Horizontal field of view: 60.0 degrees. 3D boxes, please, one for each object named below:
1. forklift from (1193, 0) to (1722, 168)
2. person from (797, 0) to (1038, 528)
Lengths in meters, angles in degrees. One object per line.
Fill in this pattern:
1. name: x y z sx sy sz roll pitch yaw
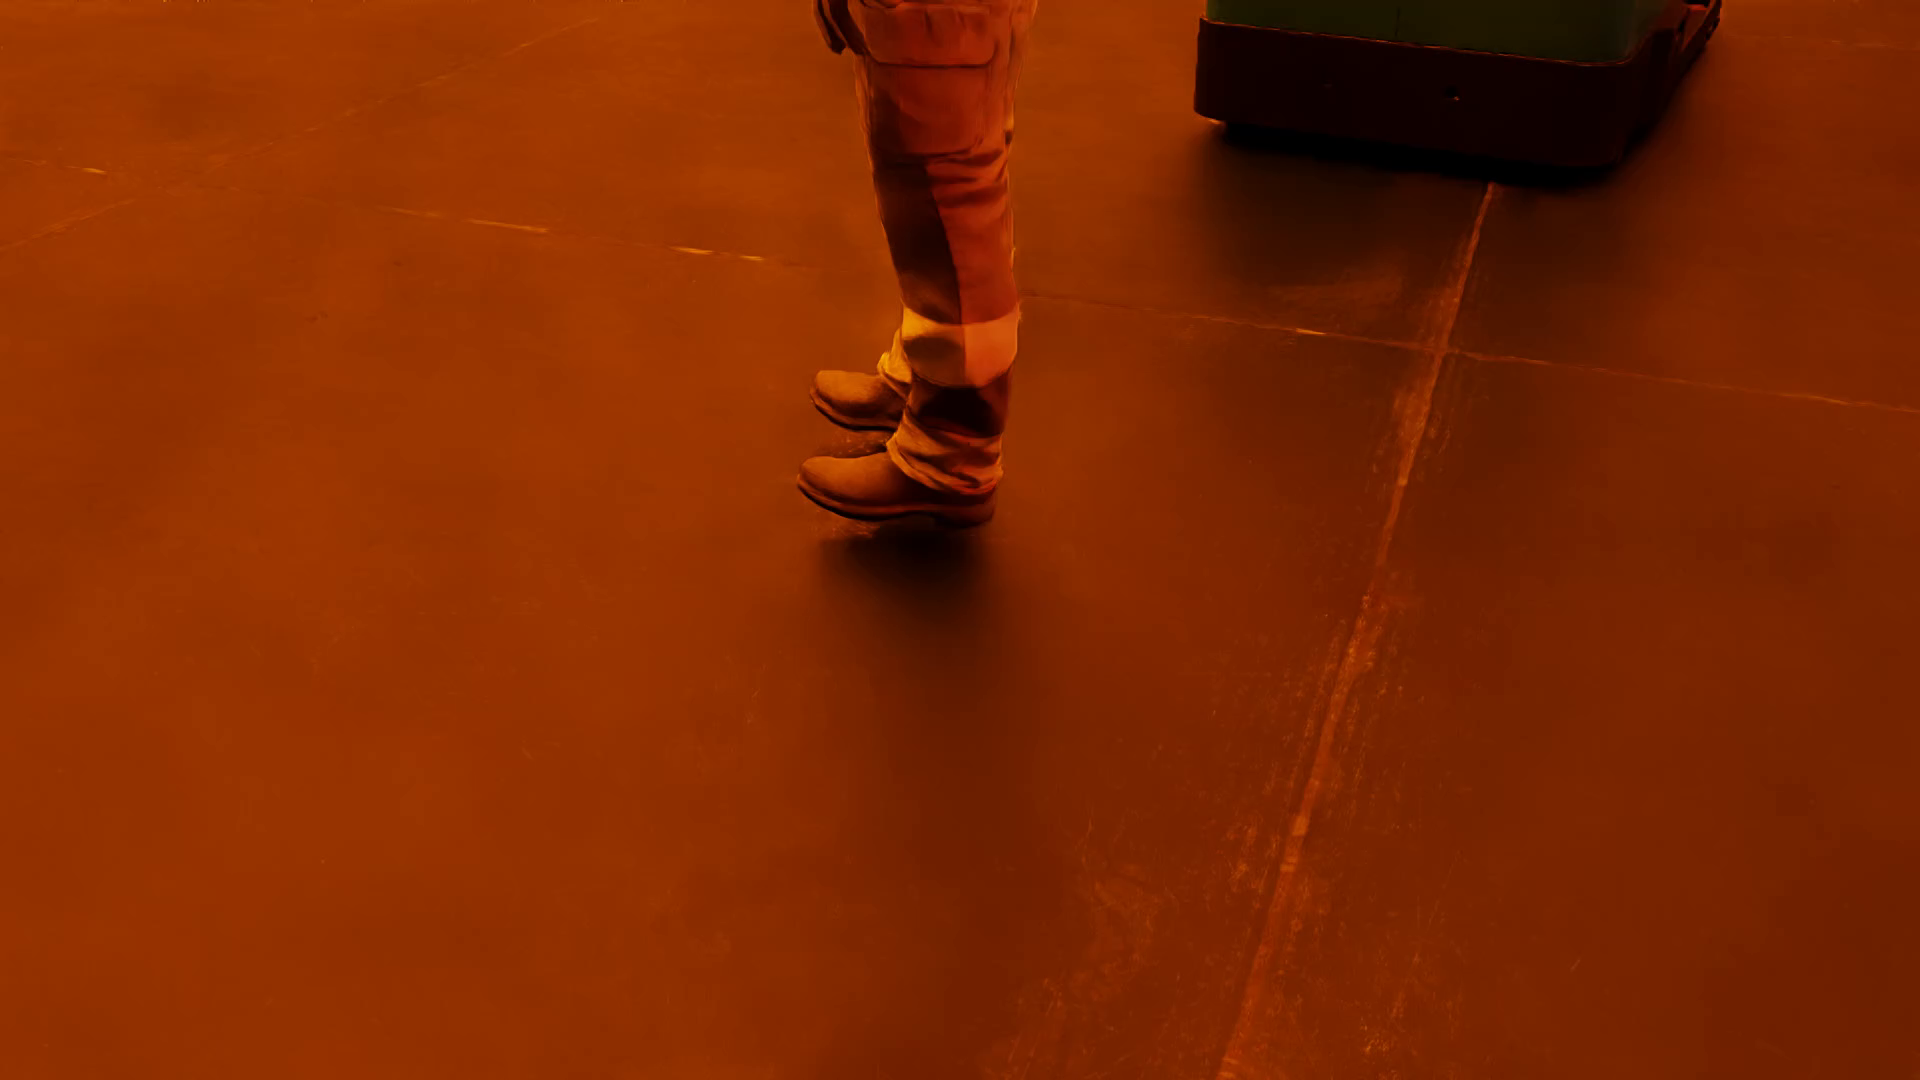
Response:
1. forklift: 1.751 -2.844 4.547 1.130 2.935 3.031 15 33 24
2. person: -0.071 -0.838 2.069 0.563 1.787 0.637 10 31 18
